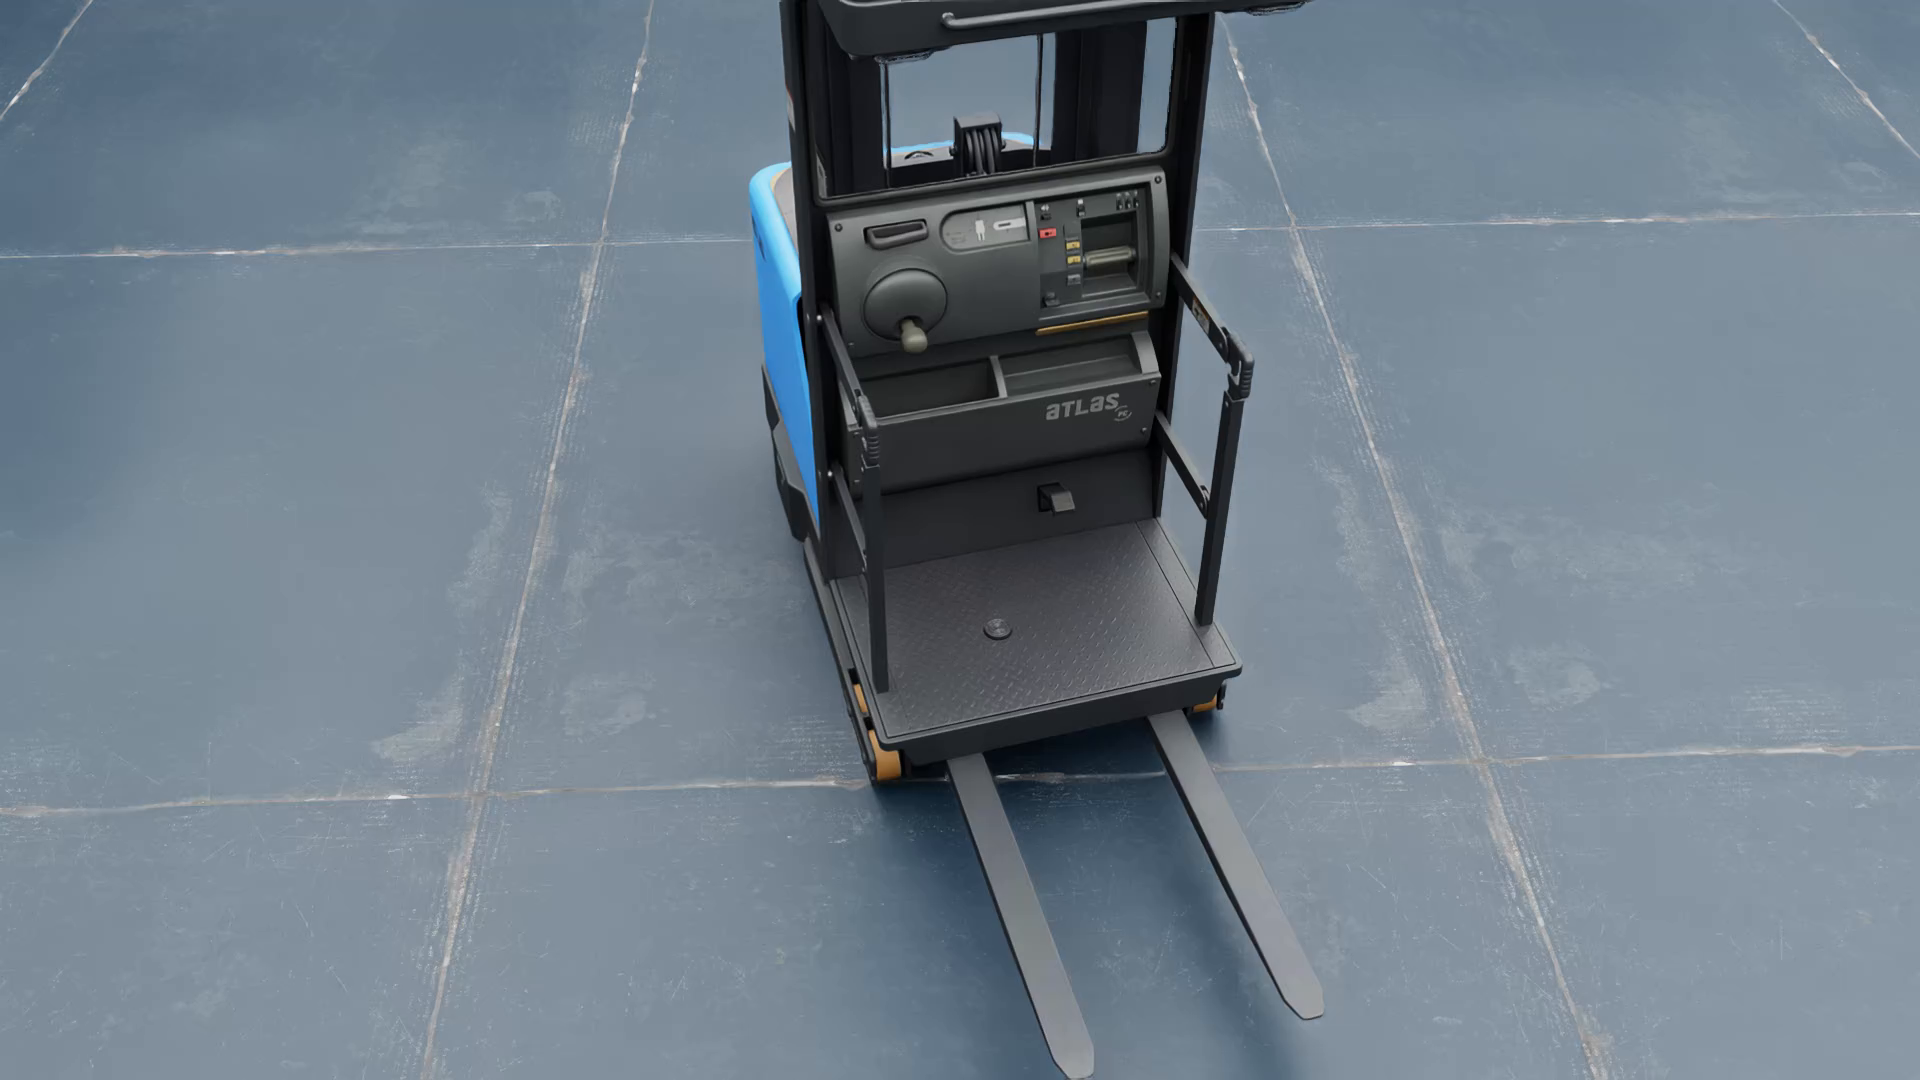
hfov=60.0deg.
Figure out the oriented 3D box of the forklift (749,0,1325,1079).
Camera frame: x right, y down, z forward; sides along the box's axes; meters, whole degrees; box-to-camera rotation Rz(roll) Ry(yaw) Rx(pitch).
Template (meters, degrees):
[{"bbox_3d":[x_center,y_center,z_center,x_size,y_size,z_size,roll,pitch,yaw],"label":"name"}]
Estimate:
[{"bbox_3d":[0.176,-0.660,4.300,1.130,2.935,3.031,-11,44,-12],"label":"forklift"}]
